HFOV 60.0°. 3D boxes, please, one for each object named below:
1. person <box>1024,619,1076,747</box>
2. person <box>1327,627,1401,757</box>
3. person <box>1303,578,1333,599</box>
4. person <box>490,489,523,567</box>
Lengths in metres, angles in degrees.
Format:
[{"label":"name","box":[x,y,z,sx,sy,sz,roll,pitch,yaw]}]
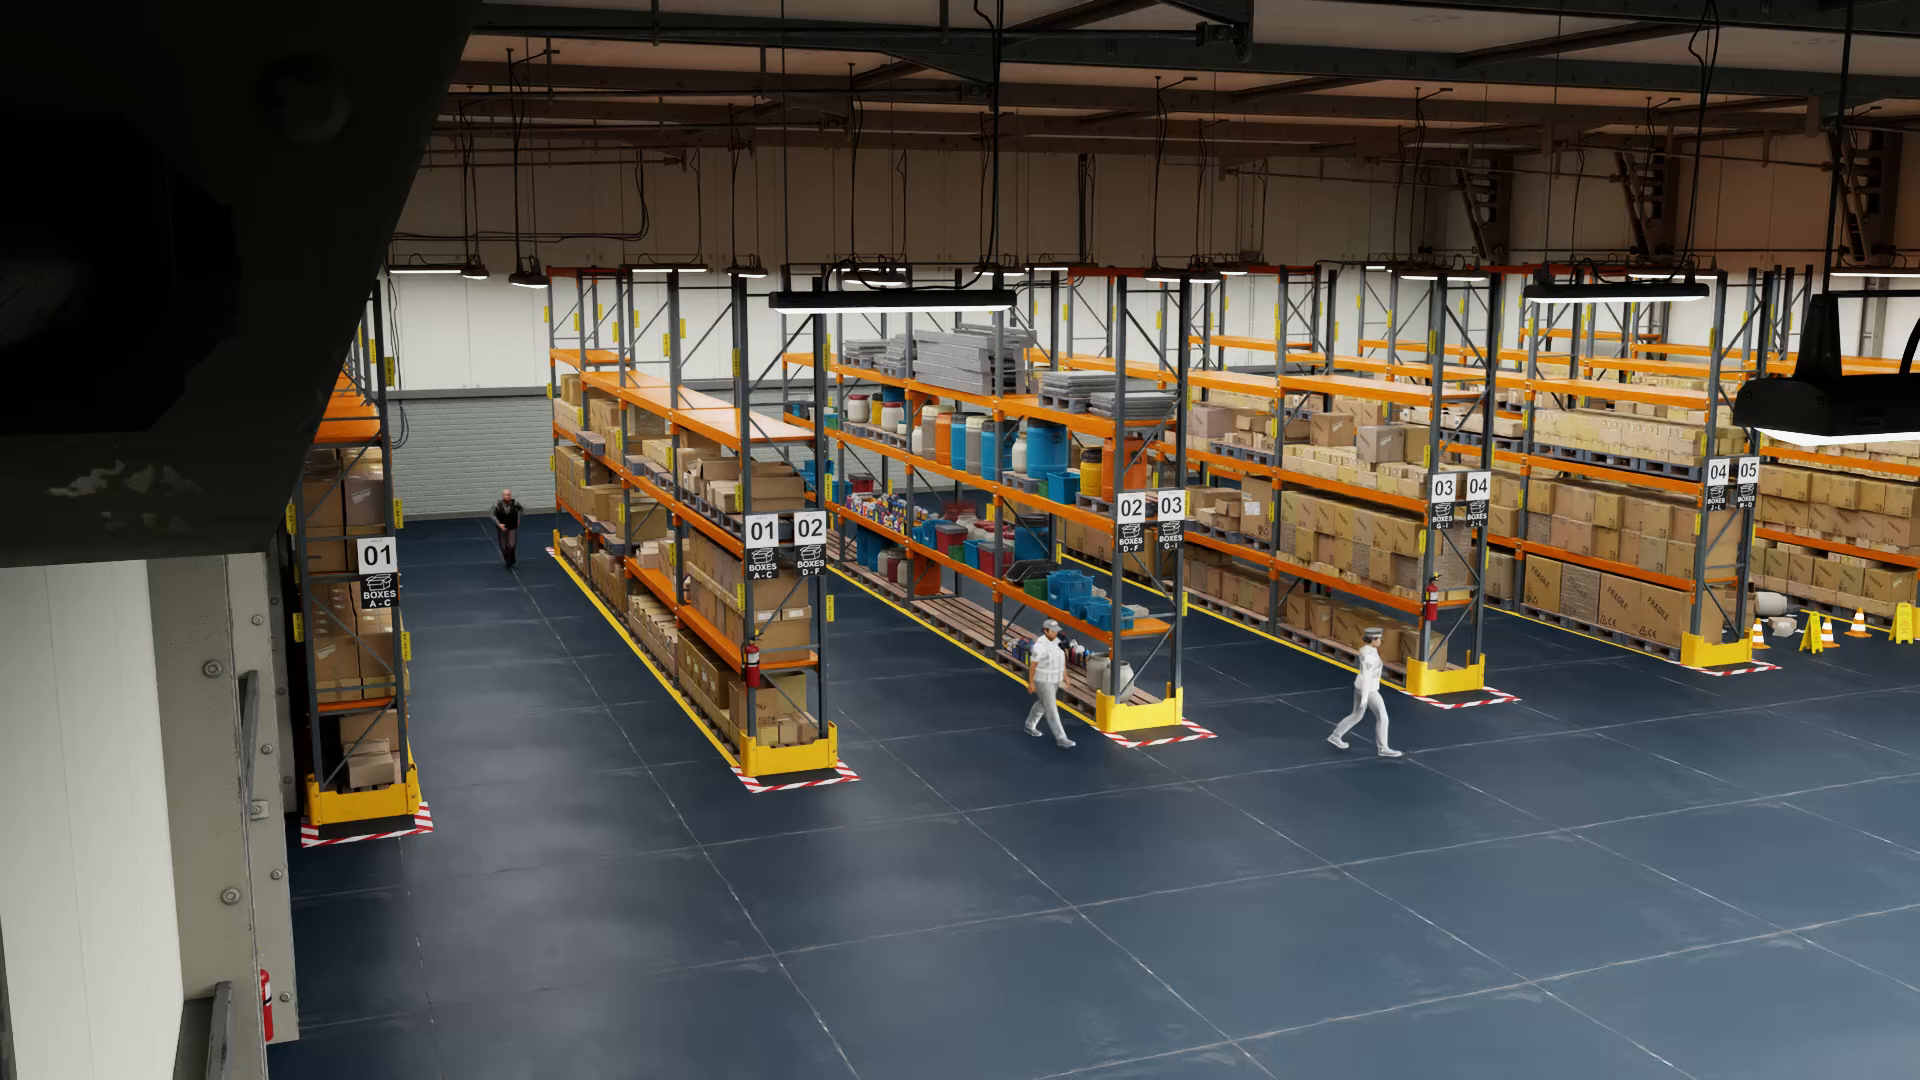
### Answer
[{"label":"person","box":[1.183,1.818,21.439,0.999,1.606,0.549,7,12,35]},{"label":"person","box":[5.137,1.900,21.043,0.857,1.624,0.488,0,10,0]},{"label":"person","box":[6.402,0.309,29.669,0.544,1.747,0.902,-2,10,-10]},{"label":"person","box":[-9.067,-0.234,33.305,0.632,1.625,0.721,-2,10,-11]}]
